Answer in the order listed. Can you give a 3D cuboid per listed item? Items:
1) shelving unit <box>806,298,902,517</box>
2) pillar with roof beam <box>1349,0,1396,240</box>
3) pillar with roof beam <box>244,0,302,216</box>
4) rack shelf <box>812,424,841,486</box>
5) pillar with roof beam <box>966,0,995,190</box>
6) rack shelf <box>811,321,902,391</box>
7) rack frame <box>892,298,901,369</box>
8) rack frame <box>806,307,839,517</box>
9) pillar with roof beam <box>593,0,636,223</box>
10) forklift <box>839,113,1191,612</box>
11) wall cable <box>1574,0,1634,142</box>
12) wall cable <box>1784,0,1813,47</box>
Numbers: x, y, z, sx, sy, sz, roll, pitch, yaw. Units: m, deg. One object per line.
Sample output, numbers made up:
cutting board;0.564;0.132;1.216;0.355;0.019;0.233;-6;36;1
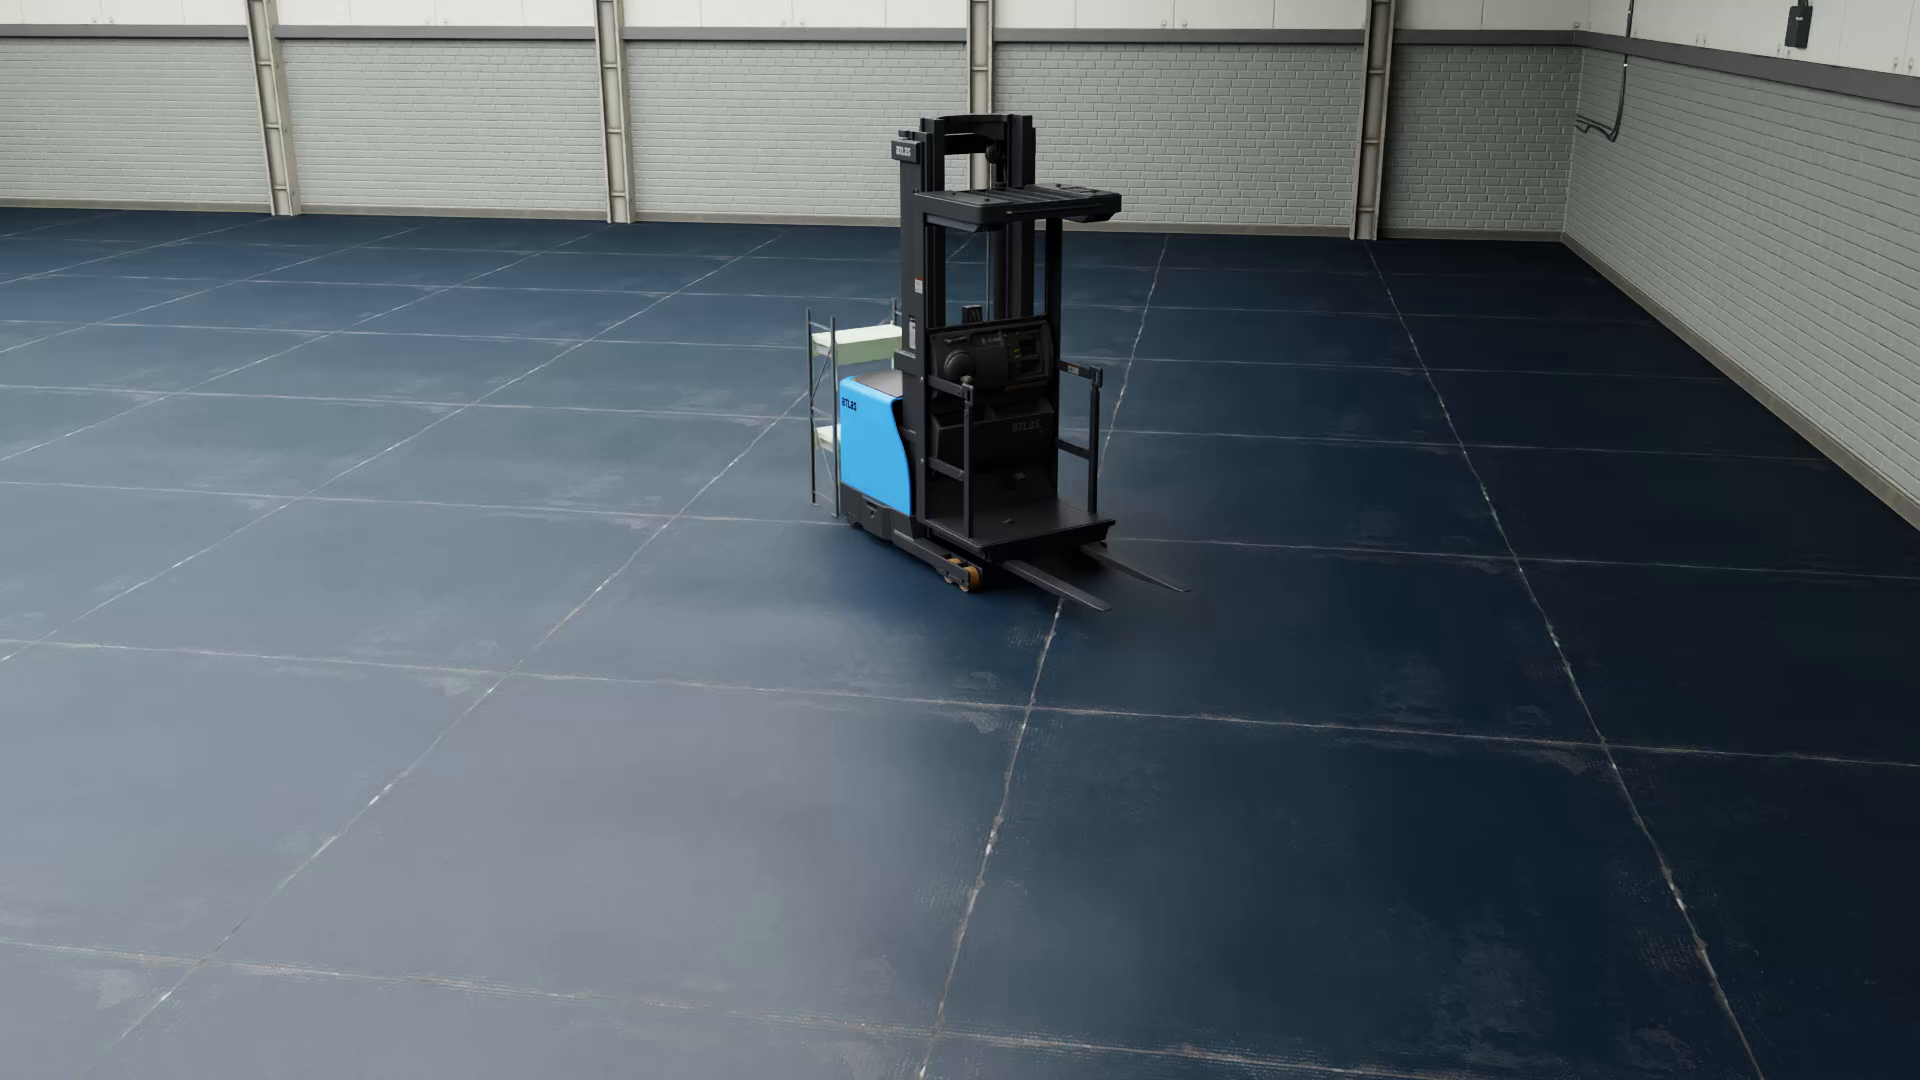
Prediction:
shelving unit;-0.703;-0.996;12.410;0.755;1.500;0.431;-12;22;-31
pillar with roof beam;5.563;-7.594;20.316;0.400;9.000;9.100;3;19;9
pillar with roof beam;-12.209;-8.499;23.023;0.400;9.000;9.100;3;19;9
rack shelf;-0.704;-0.688;12.516;0.720;0.370;0.431;-12;22;-31
pillar with roof beam;-0.361;-7.896;21.218;0.400;9.000;9.100;3;19;9
rack shelf;-0.701;-1.365;12.283;0.720;0.370;0.431;-12;22;-31
rack frame;-0.396;-1.059;12.598;0.023;1.500;0.400;-12;22;-31
rack frame;-1.010;-0.933;12.221;0.023;1.500;0.400;-12;22;-31
pillar with roof beam;-6.285;-8.198;22.121;0.400;9.000;9.100;3;19;9
forklift;0.331;-1.223;10.838;1.130;2.935;3.031;-11;22;-30
wall cable;8.945;-6.907;23.158;0.112;2.526;3.097;3;19;9
wall cable;7.423;-7.019;13.239;0.169;6.003;2.305;3;19;9
